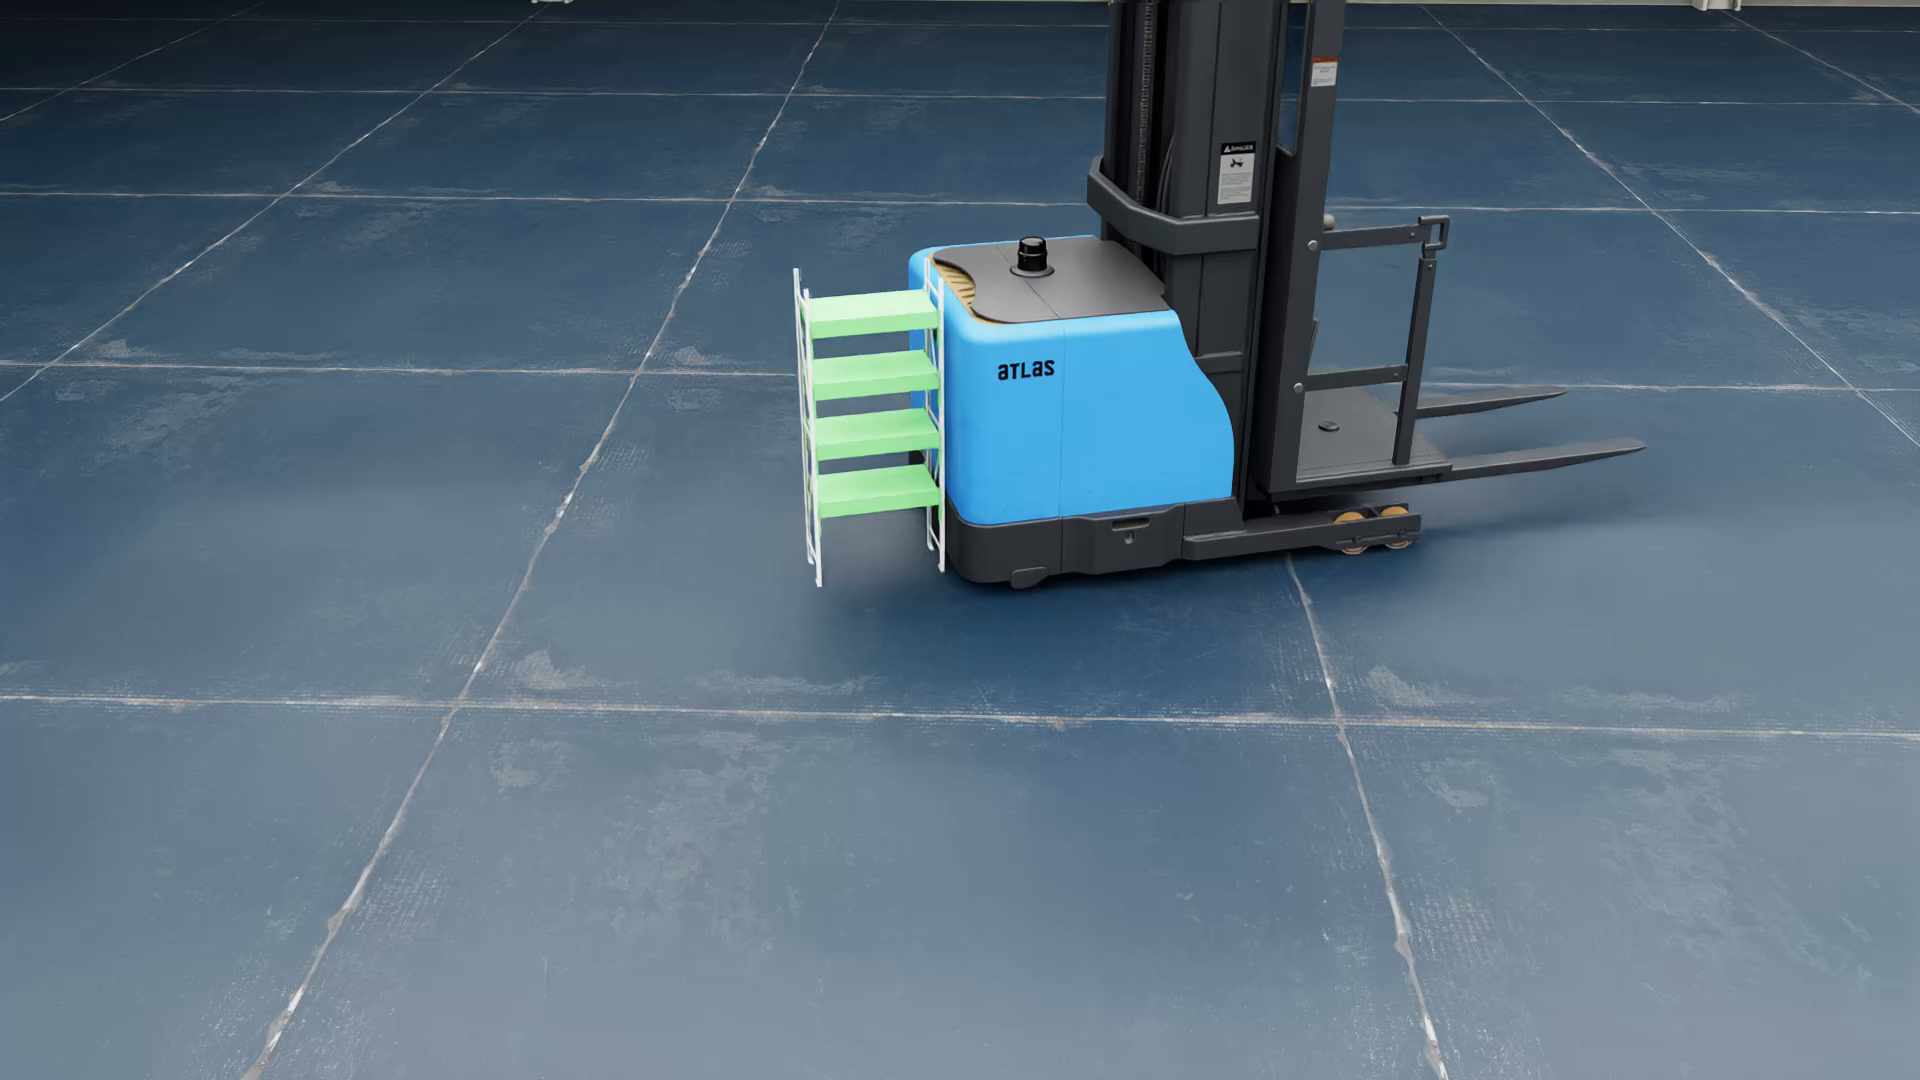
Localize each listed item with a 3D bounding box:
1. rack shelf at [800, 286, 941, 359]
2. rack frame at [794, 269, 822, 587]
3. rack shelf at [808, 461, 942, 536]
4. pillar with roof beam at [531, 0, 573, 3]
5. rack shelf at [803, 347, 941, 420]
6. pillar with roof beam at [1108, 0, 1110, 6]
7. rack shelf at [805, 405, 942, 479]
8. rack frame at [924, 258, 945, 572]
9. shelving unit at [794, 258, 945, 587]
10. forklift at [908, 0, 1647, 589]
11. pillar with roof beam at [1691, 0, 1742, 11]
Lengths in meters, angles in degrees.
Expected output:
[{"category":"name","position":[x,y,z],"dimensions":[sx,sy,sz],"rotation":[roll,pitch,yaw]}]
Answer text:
[{"category":"rack shelf","position":[-0.333,-0.798,6.087],"dimensions":[0.480,0.148,0.258],"rotation":[-7,29,-13]},{"category":"rack frame","position":[-0.569,-0.403,6.229],"dimensions":[0.015,1.200,0.240],"rotation":[-7,29,-13]},{"category":"rack shelf","position":[-0.333,-0.162,6.424],"dimensions":[0.480,0.148,0.258],"rotation":[-7,29,-13]},{"category":"pillar with roof beam","position":[-4.404,-7.615,11.507],"dimensions":[0.400,9.000,9.100],"rotation":[1,28,2]},{"category":"rack shelf","position":[-0.333,-0.586,6.199],"dimensions":[0.480,0.148,0.258],"rotation":[-7,29,-13]},{"category":"pillar with roof beam","position":[1.592,-7.516,11.320],"dimensions":[0.400,9.000,9.100],"rotation":[1,28,2]},{"category":"rack shelf","position":[-0.333,-0.374,6.312],"dimensions":[0.480,0.148,0.258],"rotation":[-7,29,-13]},{"category":"rack frame","position":[-0.096,-0.459,6.335],"dimensions":[0.015,1.200,0.240],"rotation":[-7,29,-13]},{"category":"shelving unit","position":[-0.333,-0.431,6.282],"dimensions":[0.503,1.200,0.258],"rotation":[-7,29,-13]},{"category":"forklift","position":[1.355,-1.470,6.393],"dimensions":[3.031,2.935,1.130],"rotation":[-7,29,-13]},{"category":"pillar with roof beam","position":[7.588,-7.416,11.133],"dimensions":[0.400,9.000,9.100],"rotation":[1,28,2]}]
